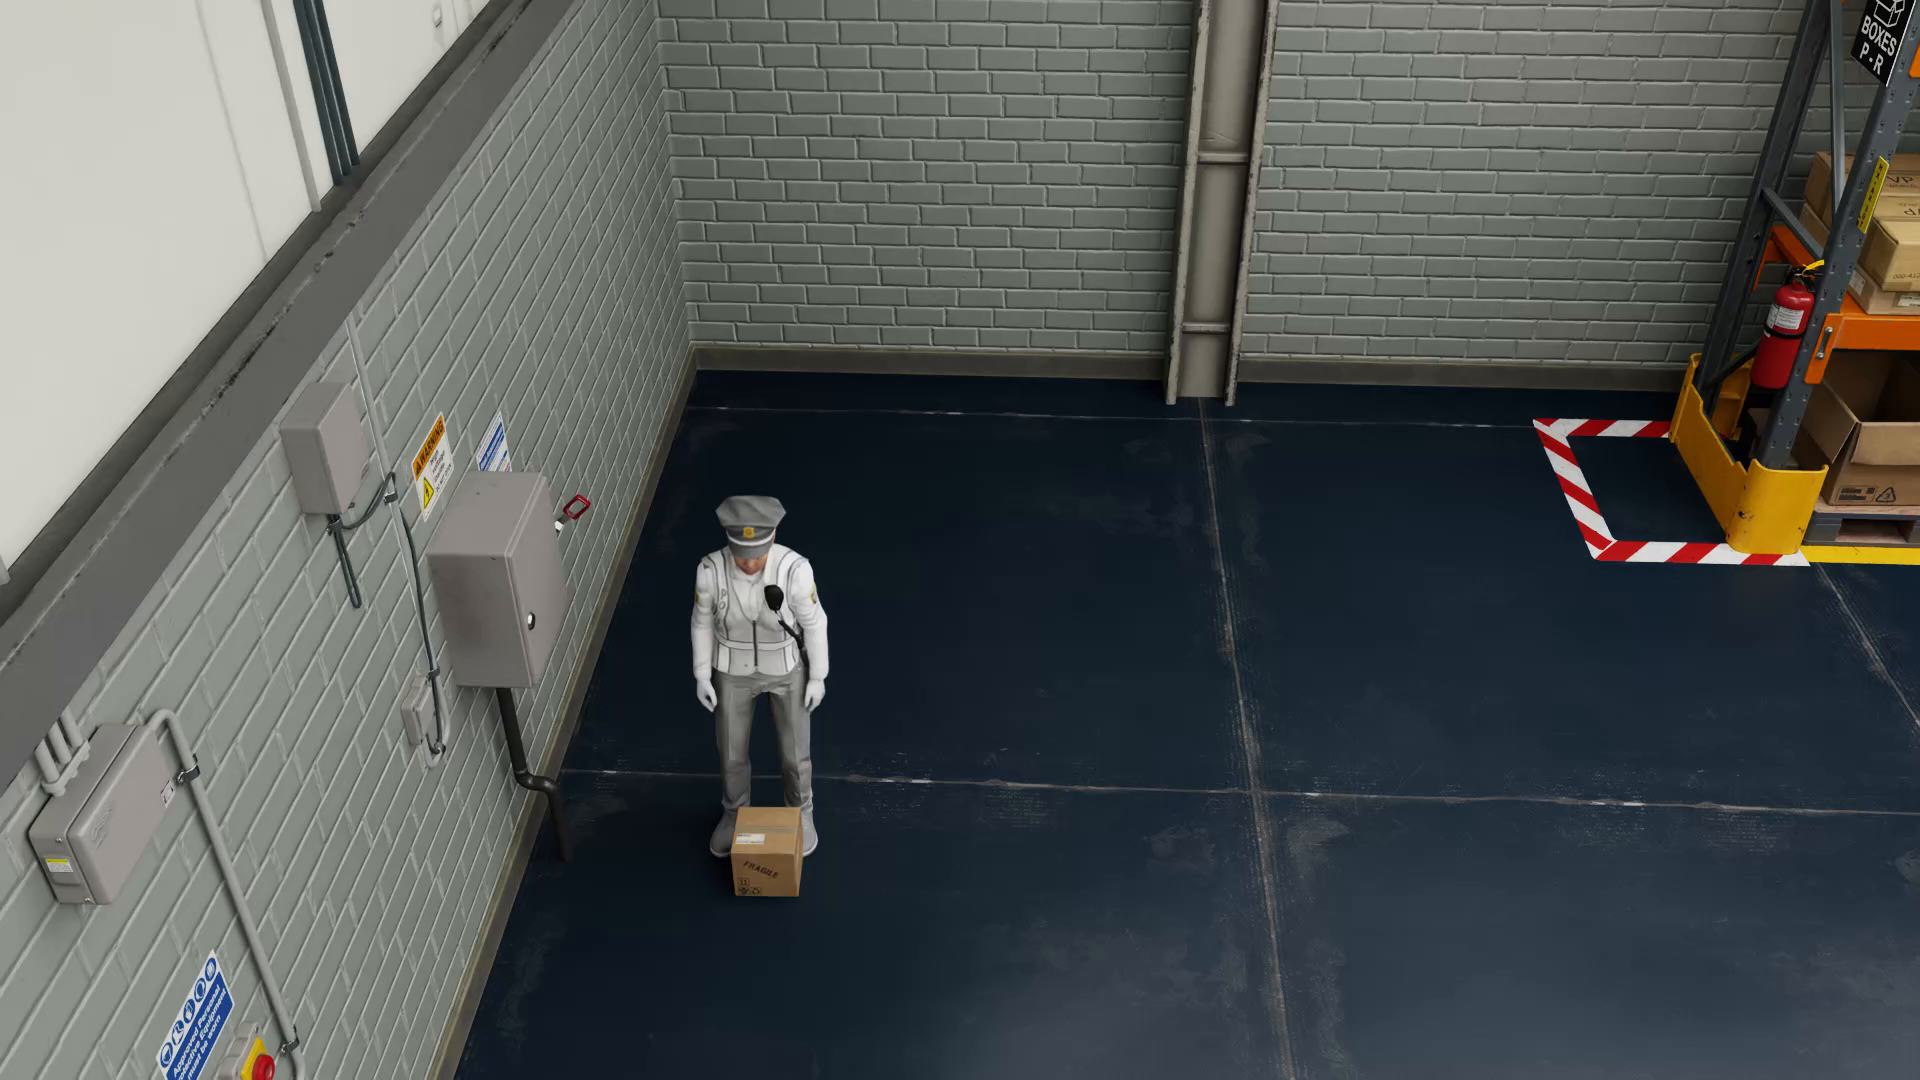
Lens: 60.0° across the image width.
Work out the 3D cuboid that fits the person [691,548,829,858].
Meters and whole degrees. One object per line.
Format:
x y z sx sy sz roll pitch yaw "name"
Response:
-0.762 0.600 6.454 0.520 1.463 0.357 0 36 0 "person"
